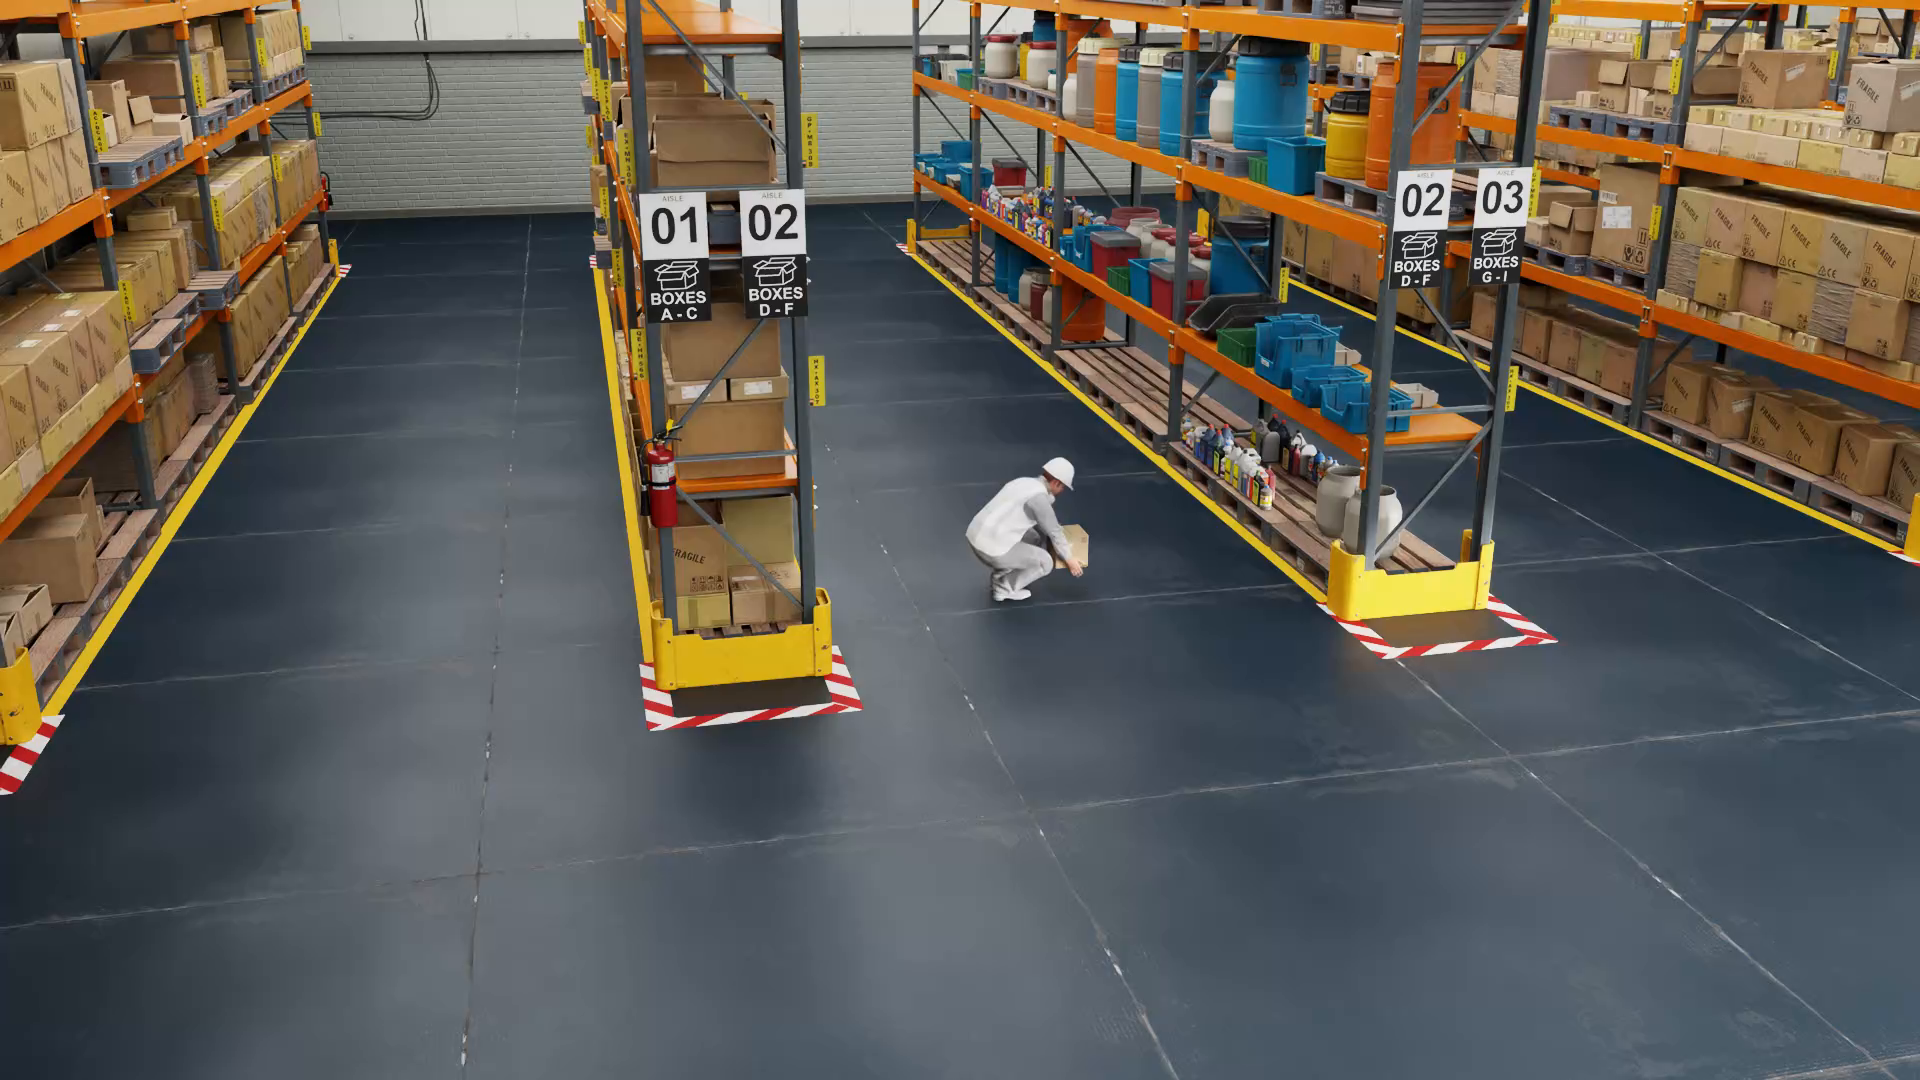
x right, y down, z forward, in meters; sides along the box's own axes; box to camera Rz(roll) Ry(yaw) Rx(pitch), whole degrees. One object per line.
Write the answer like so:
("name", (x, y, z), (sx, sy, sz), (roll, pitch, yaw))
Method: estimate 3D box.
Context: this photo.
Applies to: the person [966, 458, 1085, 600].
("person", (0.485, -0.093, 12.454), (0.872, 1.014, 0.524), (-5, 20, -13))
